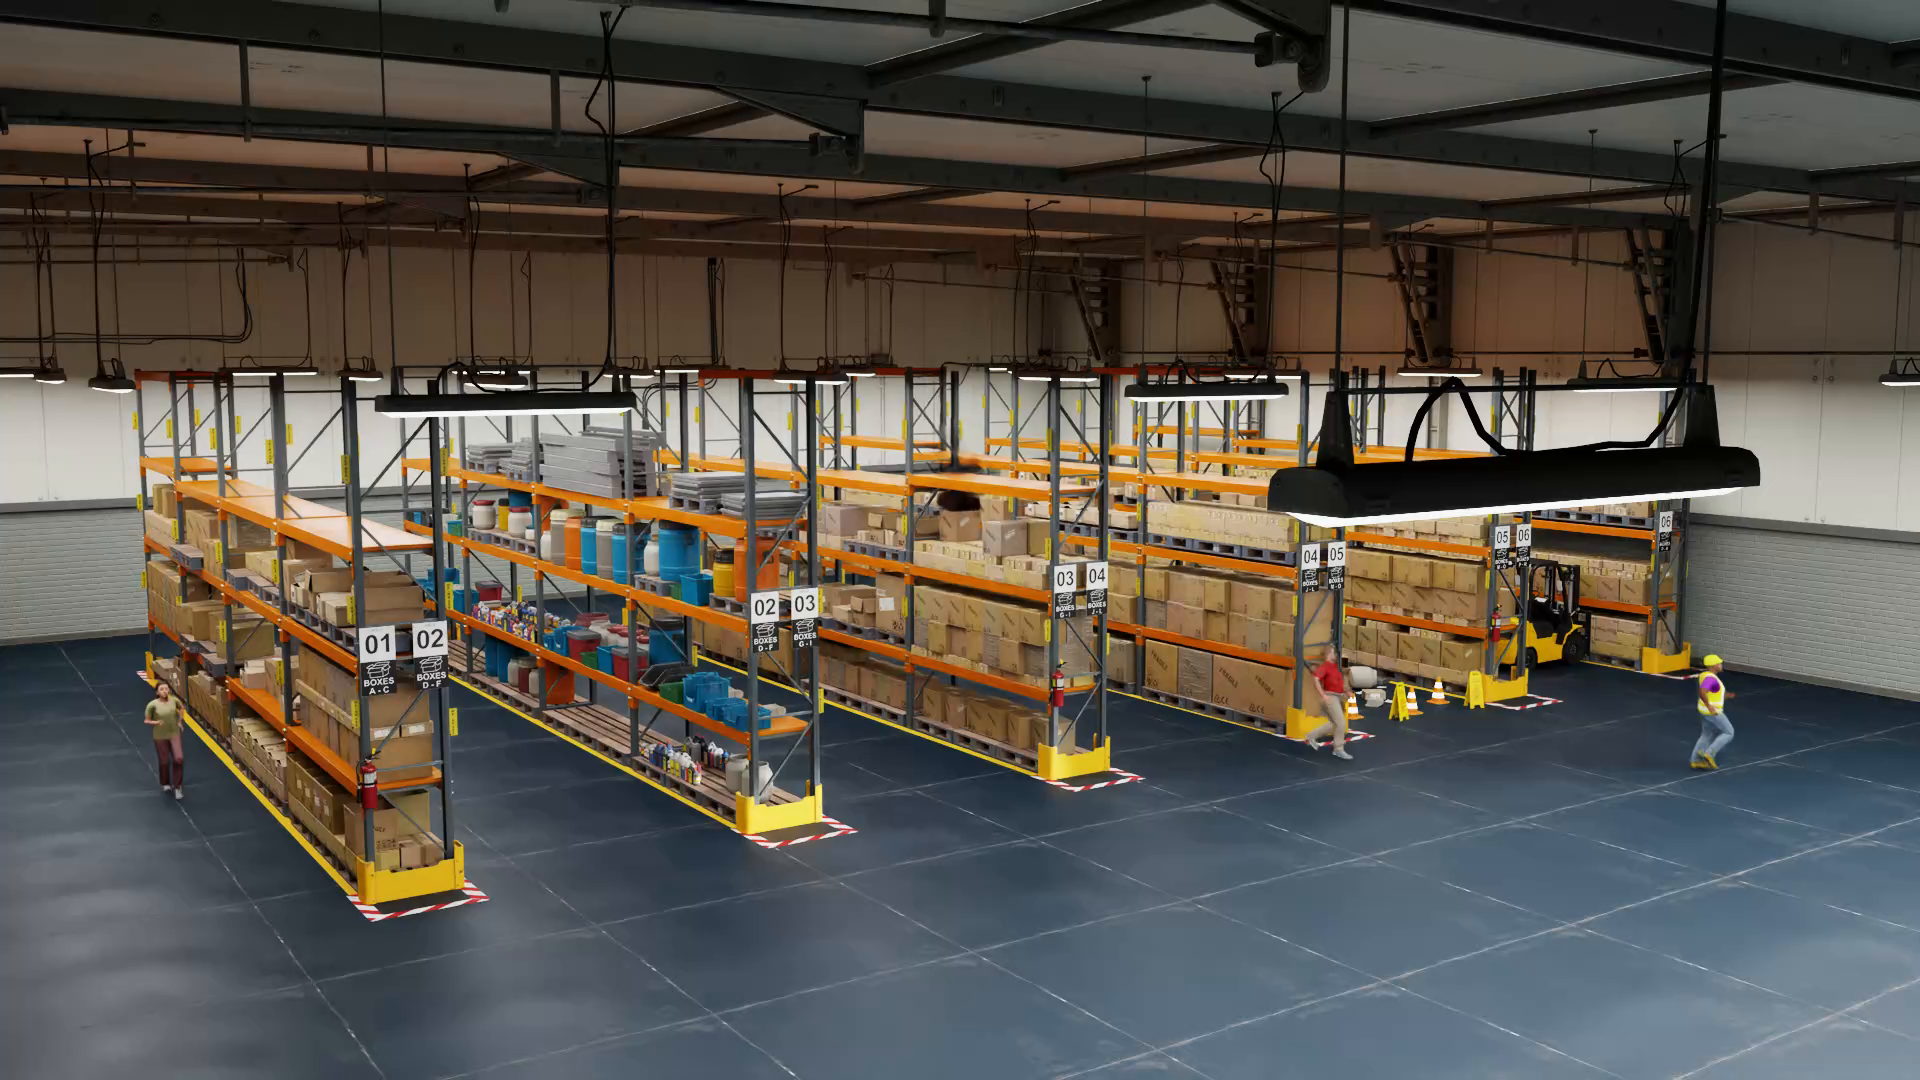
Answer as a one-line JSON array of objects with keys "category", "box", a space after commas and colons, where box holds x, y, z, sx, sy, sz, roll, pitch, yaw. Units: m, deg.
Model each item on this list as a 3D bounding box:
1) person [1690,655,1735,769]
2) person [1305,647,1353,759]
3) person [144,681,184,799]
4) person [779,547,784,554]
[{"category": "person", "box": [11.436, 2.609, 25.230, 0.658, 1.741, 0.692, 1, 6, 5]}, {"category": "person", "box": [5.849, 2.552, 26.200, 0.782, 1.710, 0.697, 3, 7, 24]}, {"category": "person", "box": [-11.303, 2.842, 23.689, 0.556, 1.710, 0.711, -4, 8, -34]}, {"category": "person", "box": [-4.615, 0.921, 40.590, 0.853, 1.666, 0.551, 0, 6, 4]}]
